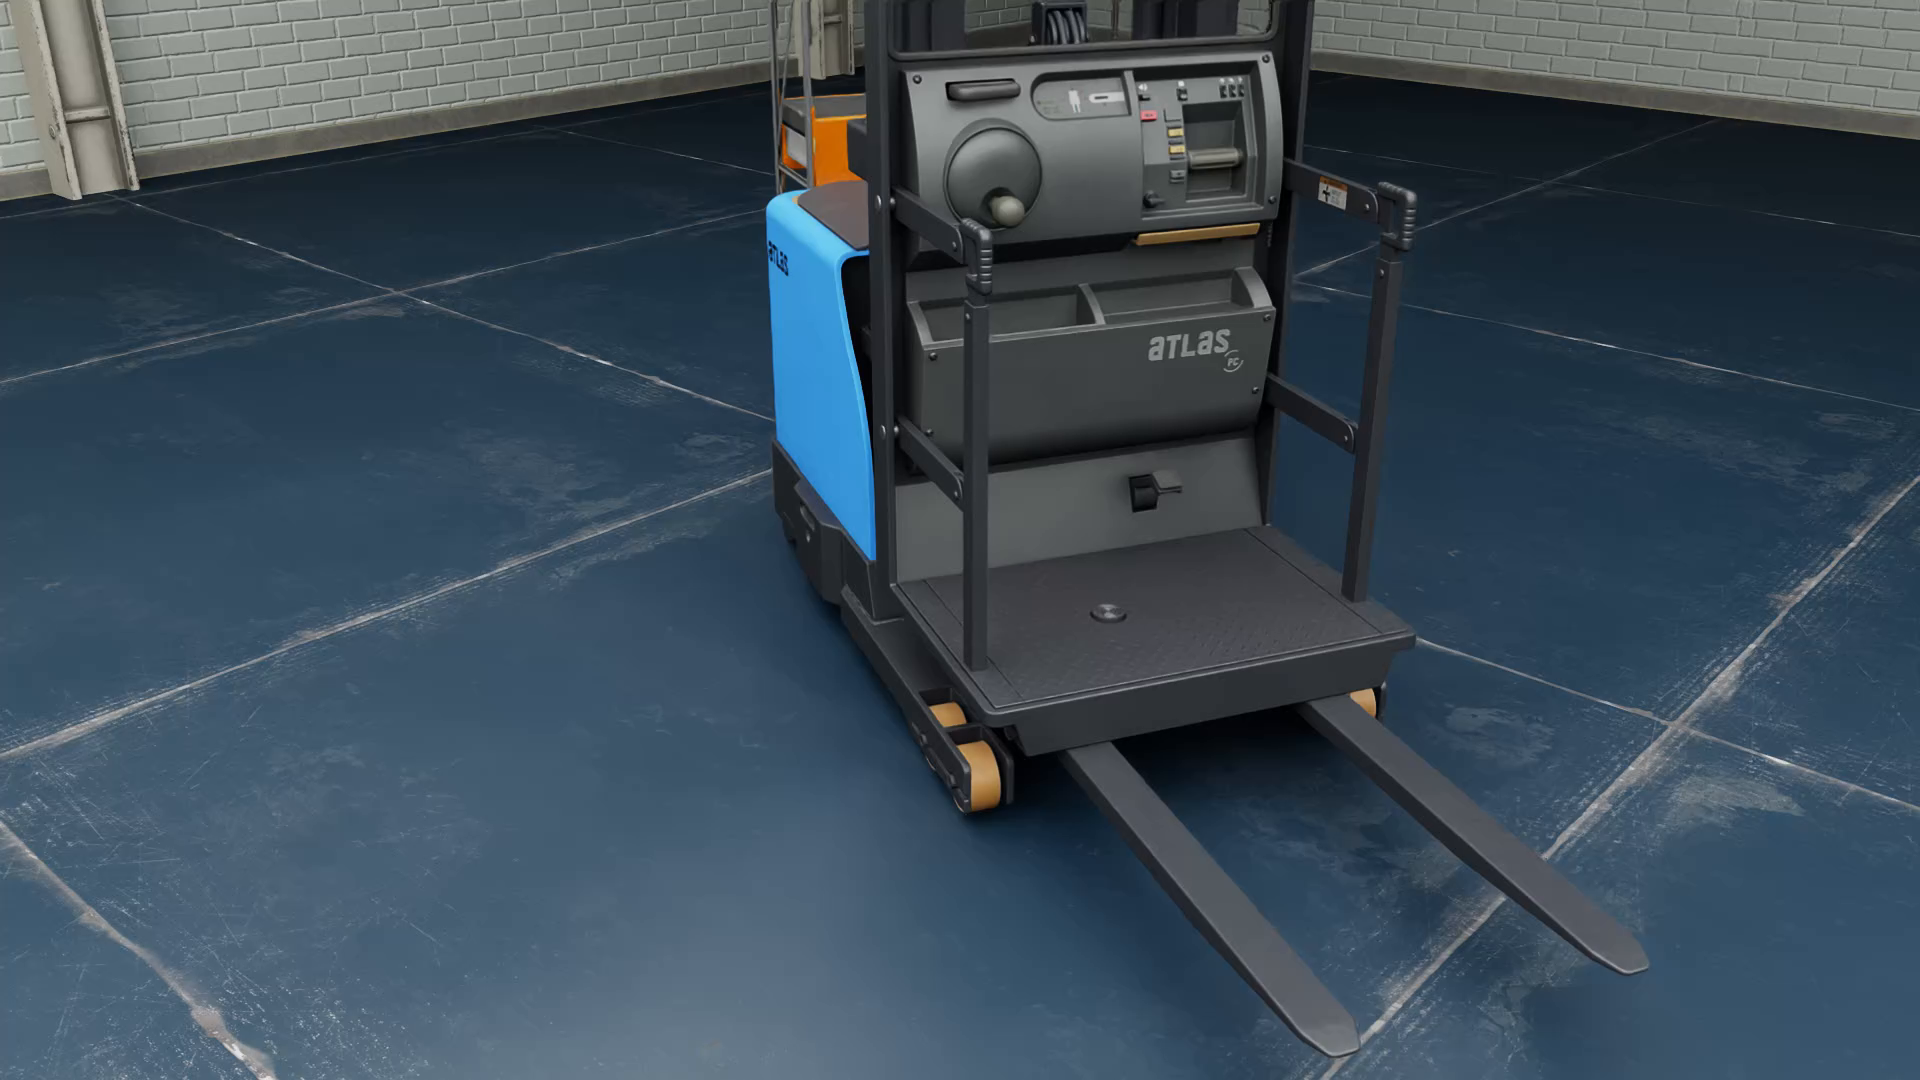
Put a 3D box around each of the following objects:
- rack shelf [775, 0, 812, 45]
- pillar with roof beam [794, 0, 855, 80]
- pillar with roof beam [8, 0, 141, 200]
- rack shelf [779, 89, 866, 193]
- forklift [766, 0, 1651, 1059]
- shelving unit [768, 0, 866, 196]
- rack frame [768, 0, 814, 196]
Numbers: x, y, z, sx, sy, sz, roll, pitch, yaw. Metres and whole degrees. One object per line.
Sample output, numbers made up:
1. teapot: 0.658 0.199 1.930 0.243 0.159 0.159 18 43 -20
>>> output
1. rack shelf: -0.293 -1.805 5.031 0.480 0.518 0.431 -9 26 -19
2. pillar with roof beam: 2.079 -6.834 9.492 9.100 9.000 0.400 20 31 38
3. pillar with roof beam: -1.925 -5.006 5.415 9.100 9.000 0.400 20 31 38
4. rack shelf: -0.293 -1.166 5.317 0.480 0.518 0.431 -9 26 -19
5. forklift: 0.402 -0.898 3.670 1.130 2.935 3.031 -9 26 -19
6. shelving unit: -0.293 -1.178 5.312 0.503 2.100 0.431 -9 26 -19
7. rack frame: -0.521 -1.142 5.231 0.015 2.100 0.400 -9 26 -19
